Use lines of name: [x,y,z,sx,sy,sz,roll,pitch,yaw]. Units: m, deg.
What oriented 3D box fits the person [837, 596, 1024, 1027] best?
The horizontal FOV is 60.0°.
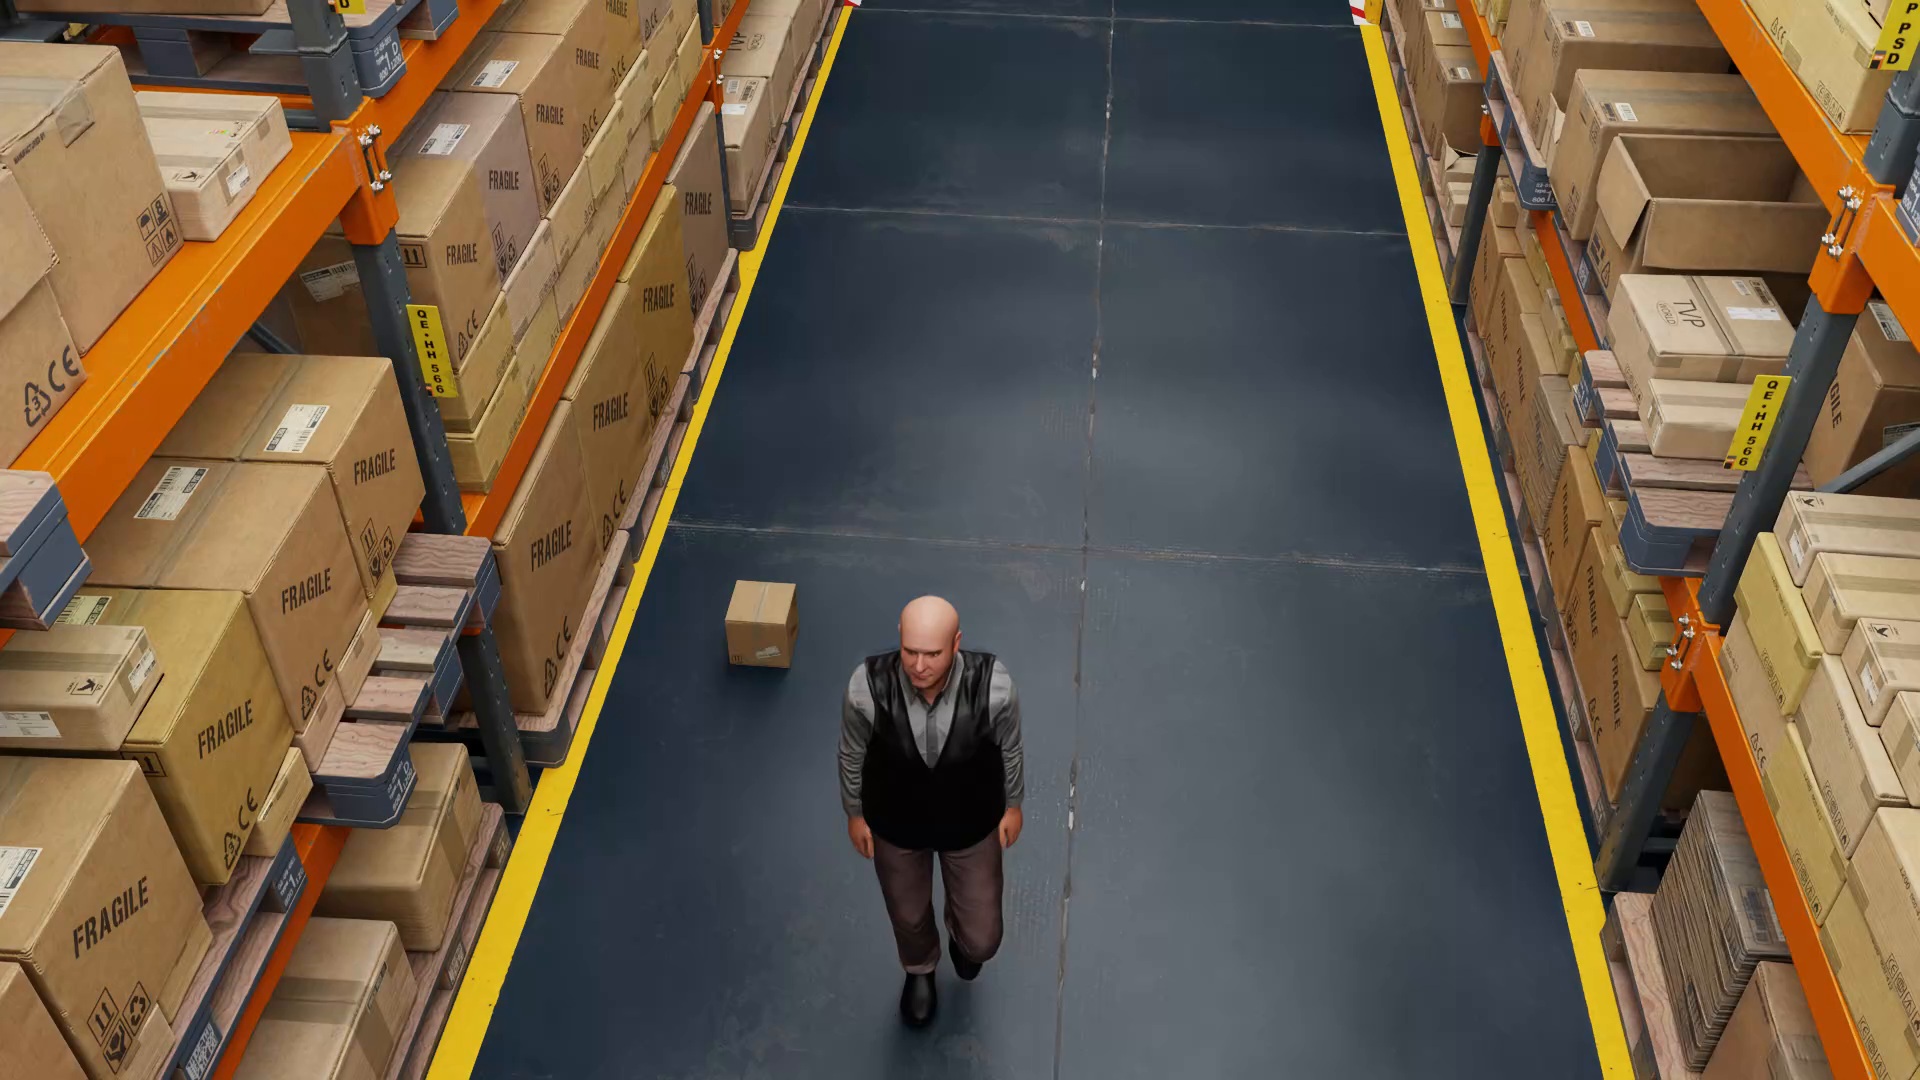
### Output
person: [-0.088,0.868,5.092,0.565,1.714,0.463,1,40,1]
